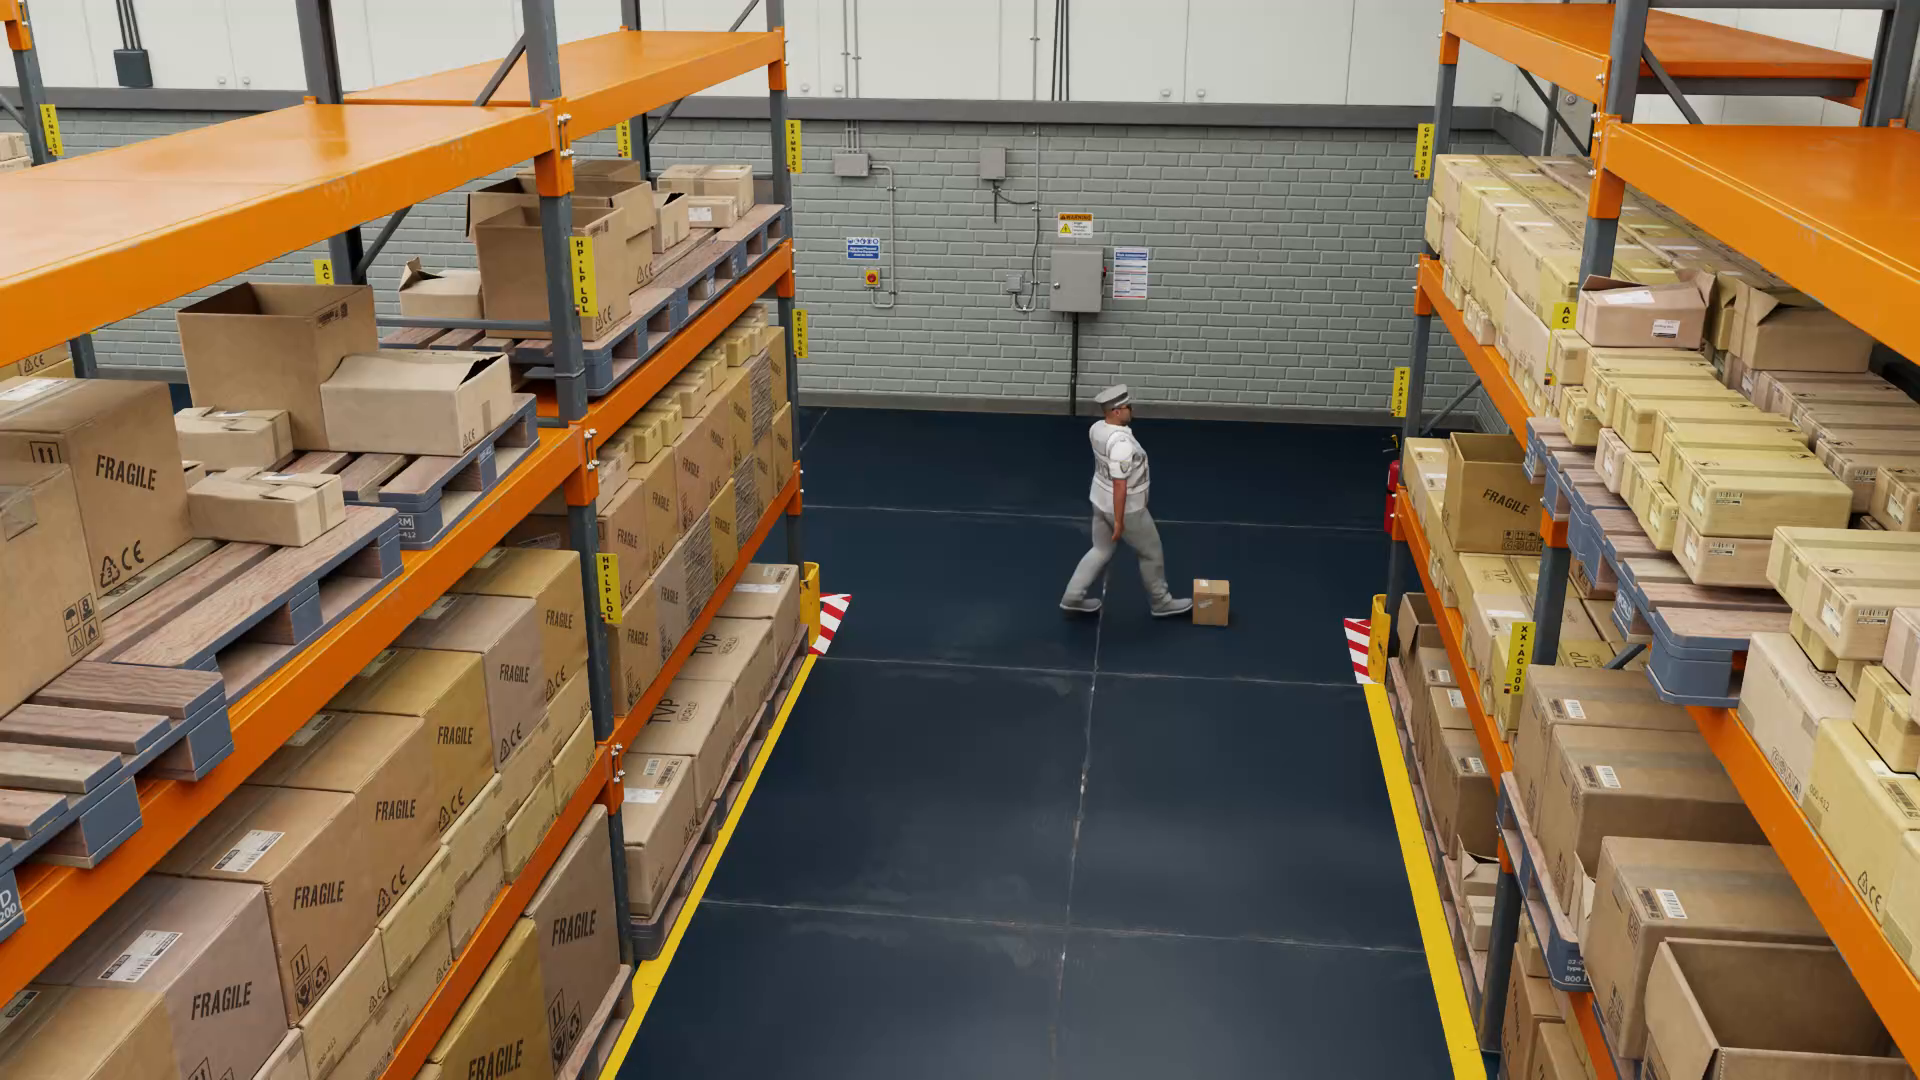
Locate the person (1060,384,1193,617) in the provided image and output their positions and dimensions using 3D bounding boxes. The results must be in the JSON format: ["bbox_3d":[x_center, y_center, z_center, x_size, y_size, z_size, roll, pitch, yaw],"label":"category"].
[{"bbox_3d":[1.198,-0.282,11.774,0.937,1.723,0.537,-9,23,-22],"label":"person"}]
